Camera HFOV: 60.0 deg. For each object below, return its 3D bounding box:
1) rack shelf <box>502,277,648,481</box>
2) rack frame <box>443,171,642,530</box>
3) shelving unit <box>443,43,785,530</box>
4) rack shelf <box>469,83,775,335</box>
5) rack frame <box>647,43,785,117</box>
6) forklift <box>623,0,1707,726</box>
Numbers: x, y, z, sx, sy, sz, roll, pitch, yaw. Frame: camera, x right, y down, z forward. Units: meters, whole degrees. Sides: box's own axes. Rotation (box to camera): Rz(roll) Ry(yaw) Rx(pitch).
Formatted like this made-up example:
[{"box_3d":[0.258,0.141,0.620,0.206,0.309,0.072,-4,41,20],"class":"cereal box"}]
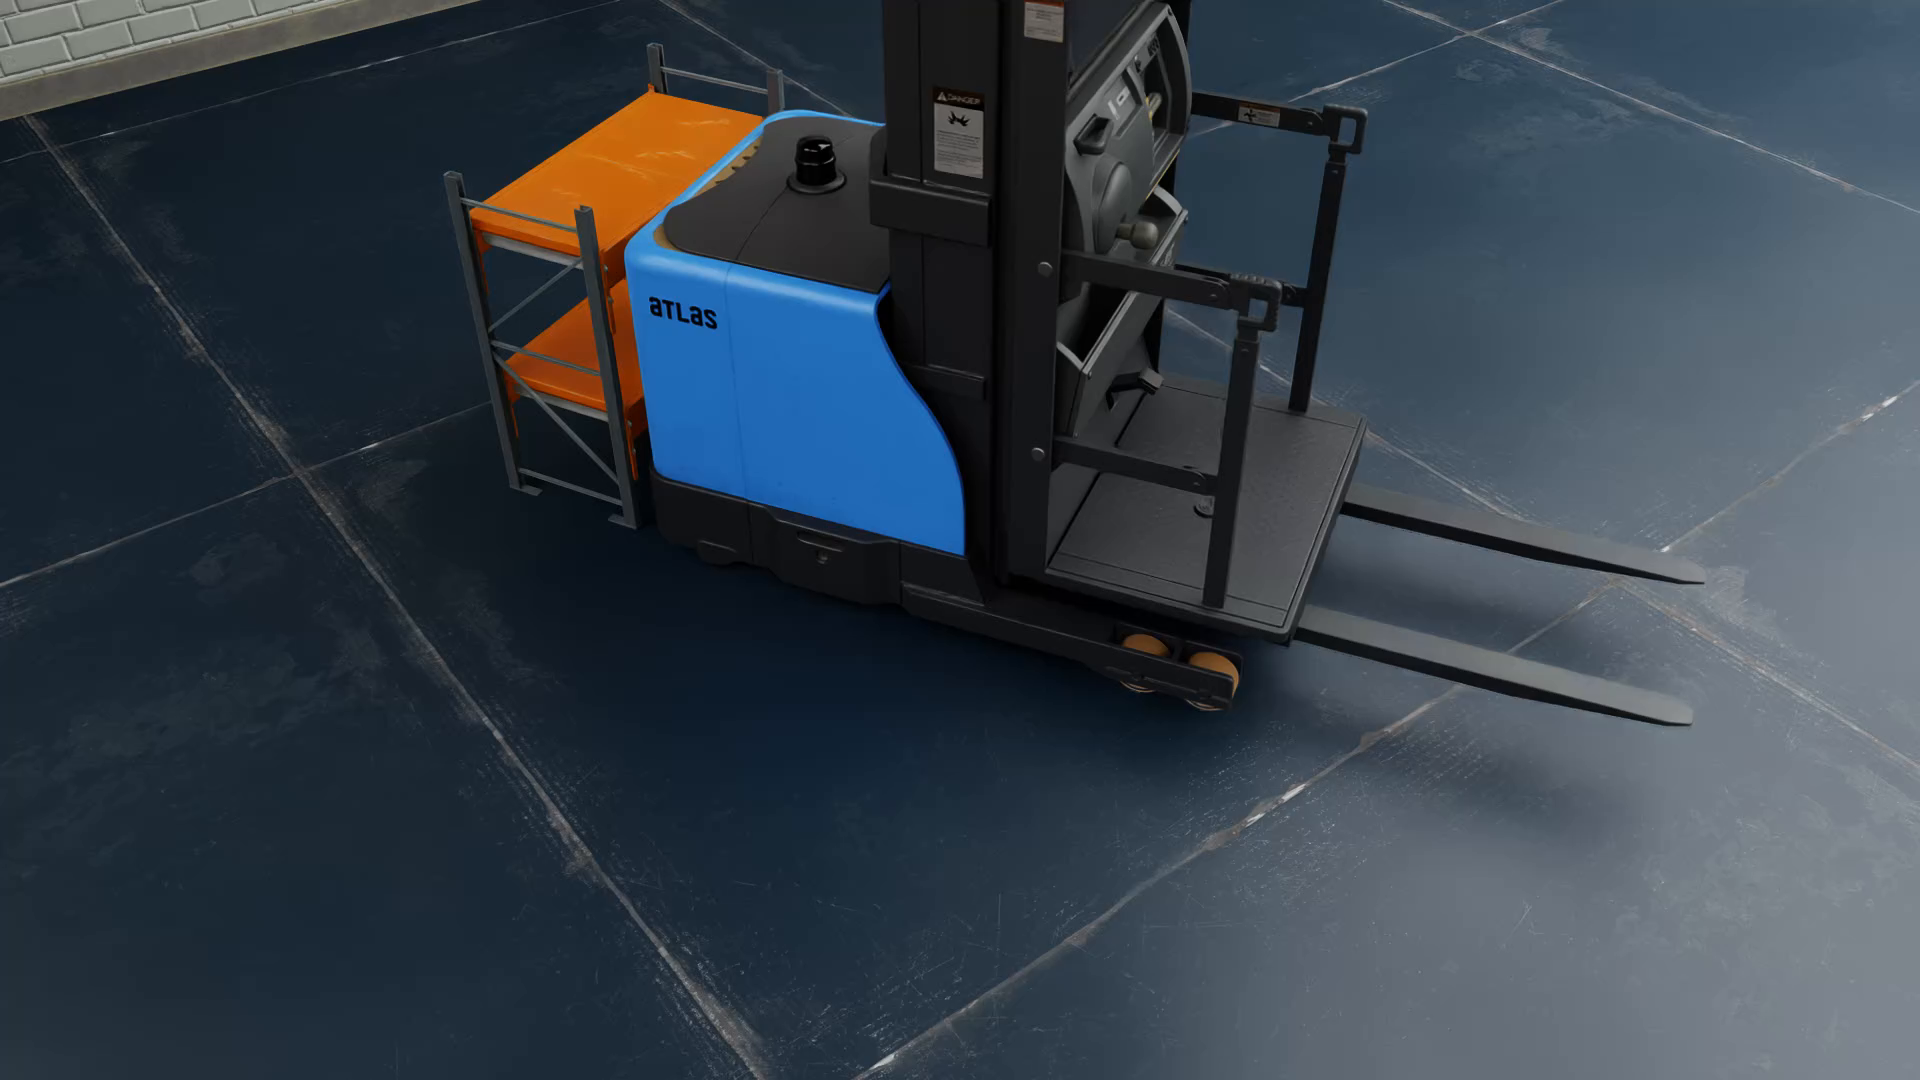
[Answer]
[{"box_3d":[-1.022,-0.646,5.536,0.538,0.278,1.000,17,42,20],"class":"rack shelf"},{"box_3d":[-1.246,-0.546,5.028,0.500,1.125,0.032,17,42,20],"class":"rack frame"},{"box_3d":[-1.022,-0.835,5.381,0.538,1.125,1.048,17,42,20],"class":"shelving unit"},{"box_3d":[-1.022,-1.061,5.195,0.538,0.278,1.000,17,42,20],"class":"rack shelf"},{"box_3d":[-0.797,-1.124,5.733,0.500,1.125,0.032,17,42,20],"class":"rack frame"},{"box_3d":[0.623,-1.038,4.205,3.031,2.935,1.130,14,42,17],"class":"forklift"}]
